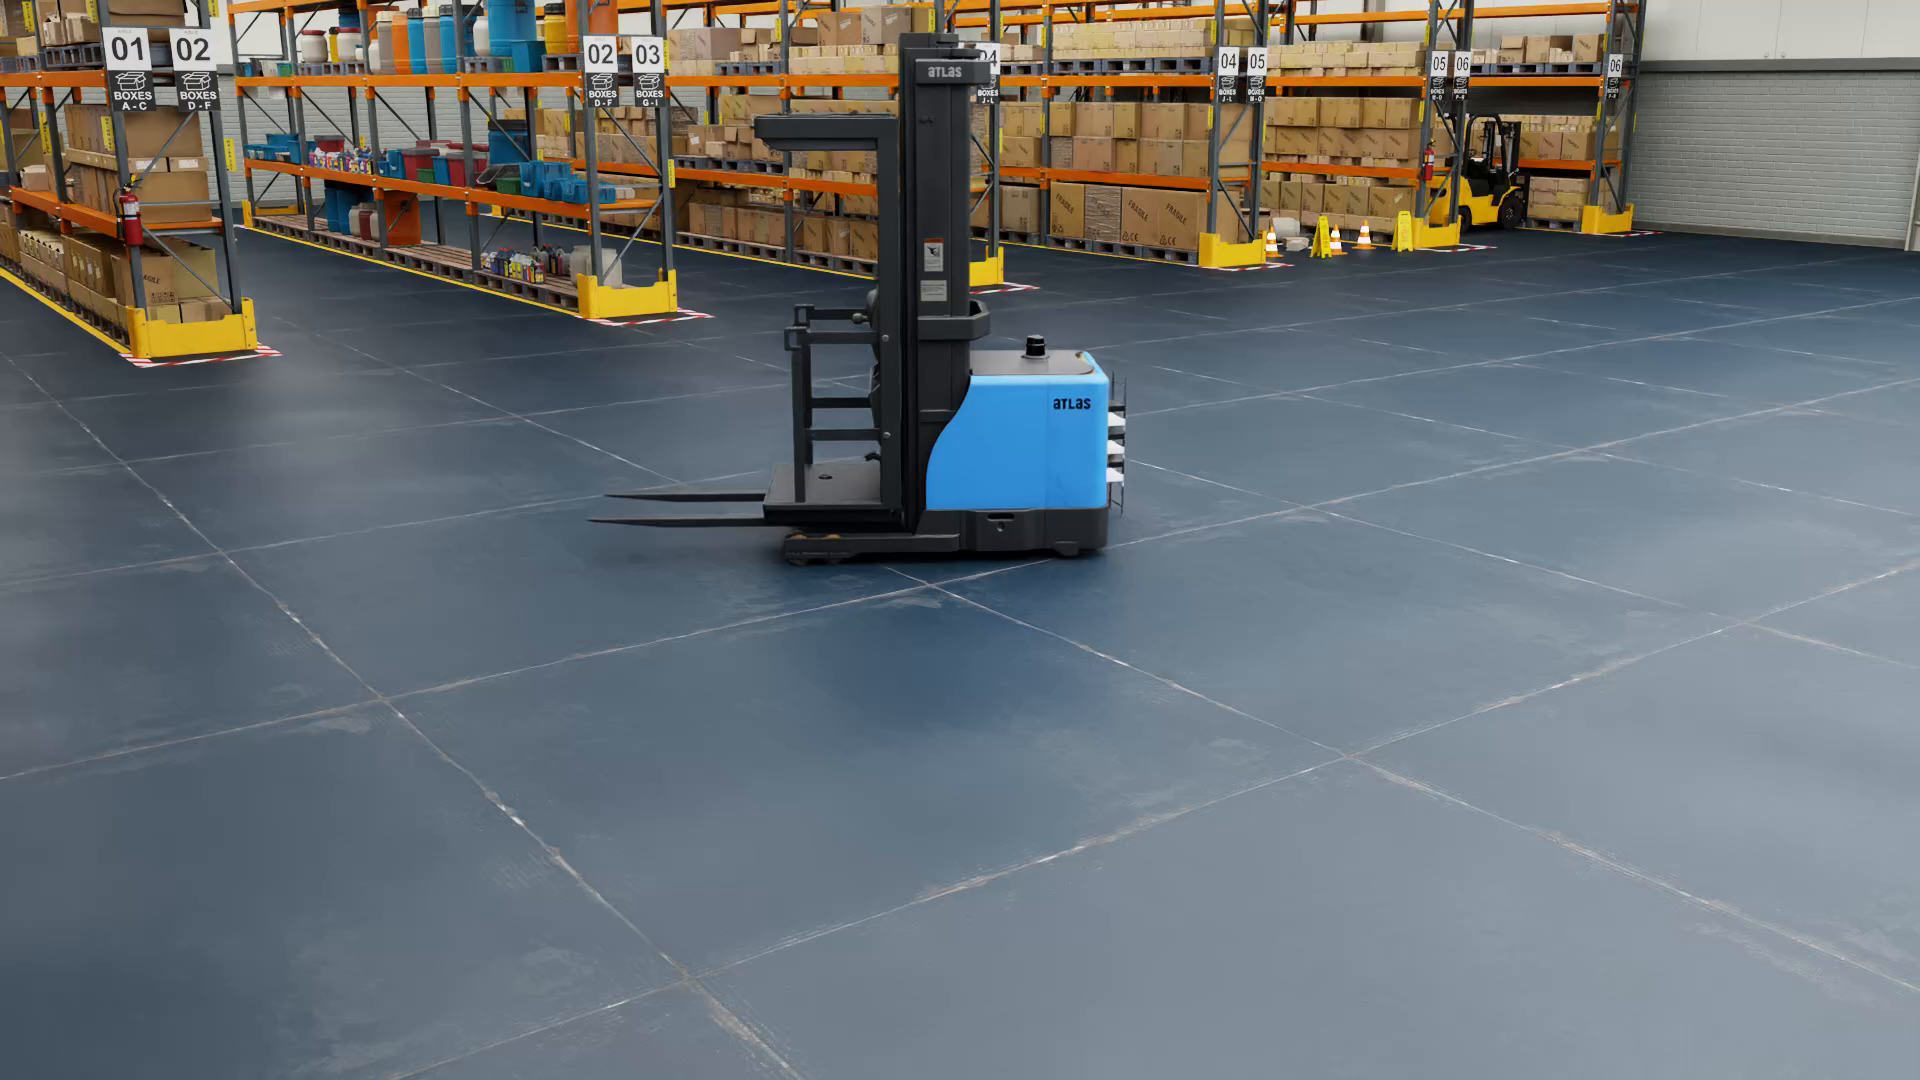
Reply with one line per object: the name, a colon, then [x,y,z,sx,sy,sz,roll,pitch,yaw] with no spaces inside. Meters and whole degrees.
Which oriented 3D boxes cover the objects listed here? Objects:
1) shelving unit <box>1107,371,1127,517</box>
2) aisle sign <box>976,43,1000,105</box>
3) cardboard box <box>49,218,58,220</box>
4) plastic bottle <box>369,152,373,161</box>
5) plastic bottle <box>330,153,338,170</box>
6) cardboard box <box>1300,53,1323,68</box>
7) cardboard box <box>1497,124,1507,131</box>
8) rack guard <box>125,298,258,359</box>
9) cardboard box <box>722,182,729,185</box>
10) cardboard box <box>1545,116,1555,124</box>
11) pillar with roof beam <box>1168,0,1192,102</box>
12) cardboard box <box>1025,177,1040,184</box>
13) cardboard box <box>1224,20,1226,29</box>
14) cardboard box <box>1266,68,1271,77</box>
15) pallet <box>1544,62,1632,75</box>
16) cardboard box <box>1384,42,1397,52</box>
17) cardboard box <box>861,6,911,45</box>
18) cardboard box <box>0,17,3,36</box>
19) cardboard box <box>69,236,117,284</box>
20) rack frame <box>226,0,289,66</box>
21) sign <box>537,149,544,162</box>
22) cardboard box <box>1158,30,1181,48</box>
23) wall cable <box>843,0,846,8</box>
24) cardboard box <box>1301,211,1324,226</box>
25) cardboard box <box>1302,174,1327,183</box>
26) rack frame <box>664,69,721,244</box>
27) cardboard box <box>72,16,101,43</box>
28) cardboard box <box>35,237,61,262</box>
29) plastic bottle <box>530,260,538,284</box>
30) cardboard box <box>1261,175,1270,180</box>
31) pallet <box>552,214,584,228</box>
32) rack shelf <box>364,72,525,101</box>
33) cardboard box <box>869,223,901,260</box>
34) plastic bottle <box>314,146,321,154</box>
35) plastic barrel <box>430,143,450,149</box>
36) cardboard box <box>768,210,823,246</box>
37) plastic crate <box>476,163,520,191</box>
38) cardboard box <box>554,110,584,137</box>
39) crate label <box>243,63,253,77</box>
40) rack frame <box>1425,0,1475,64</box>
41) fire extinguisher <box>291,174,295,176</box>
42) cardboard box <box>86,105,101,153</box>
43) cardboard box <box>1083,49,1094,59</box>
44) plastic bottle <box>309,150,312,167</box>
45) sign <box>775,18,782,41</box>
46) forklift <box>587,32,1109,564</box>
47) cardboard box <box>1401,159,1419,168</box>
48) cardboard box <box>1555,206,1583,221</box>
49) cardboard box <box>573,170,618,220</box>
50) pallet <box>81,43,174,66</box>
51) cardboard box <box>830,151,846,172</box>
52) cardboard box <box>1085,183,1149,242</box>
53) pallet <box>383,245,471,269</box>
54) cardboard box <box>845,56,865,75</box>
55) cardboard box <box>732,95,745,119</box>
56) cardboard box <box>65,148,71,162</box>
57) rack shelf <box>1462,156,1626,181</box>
shelving unit: [0.909,-0.606,10.585,0.210,0.900,0.258,-4,16,-15]
aisle sign: [0.375,-6.225,22.213,0.394,0.787,0.004,-11,19,-35]
cardboard box: [-13.573,-4.587,25.054,0.500,0.500,0.500,-12,19,-36]
plastic bottle: [-9.836,-6.348,27.831,0.097,0.271,0.097,0,15,0]
plastic bottle: [-10.321,-6.266,27.524,0.152,0.276,0.135,-11,19,-35]
cardboard box: [6.393,-8.494,29.466,0.500,0.250,0.500,-11,19,-34]
cardboard box: [10.641,-8.020,32.279,0.380,0.149,0.250,-11,19,-36]
rack guard: [-7.905,-2.190,17.131,1.175,0.500,0.348,-11,19,-35]
cardboard box: [-5.206,-8.052,37.293,0.380,0.149,0.250,-12,19,-37]
cardboard box: [11.312,-7.960,31.495,0.380,0.149,0.250,-11,19,-34]
pillar with roof beam: [1.907,-12.324,38.056,9.100,9.000,0.400,-11,19,-35]
cardboard box: [2.023,-7.904,36.504,0.875,0.875,0.875,-10,18,-33]
cardboard box: [4.082,-7.821,25.269,0.380,0.149,0.250,-11,19,-34]
cardboard box: [5.745,-8.550,30.427,0.380,0.149,0.250,-11,19,-35]
pallet: [11.730,-8.806,31.055,1.003,0.211,1.213,-11,19,-35]
cardboard box: [7.389,-8.325,28.095,0.380,0.149,0.250,-11,19,-35]
cardboard box: [-1.020,-7.109,22.986,0.500,0.500,0.500,-11,19,-35]
cardboard box: [-13.174,-7.290,23.262,0.500,0.500,0.500,-11,19,-35]
cardboard box: [-9.951,-3.240,19.224,0.500,0.500,0.500,-11,19,-35]
rack frame: [-13.318,-10.479,31.317,1.000,3.000,0.127,-11,19,-35]
sign: [-5.810,-5.240,23.014,0.100,0.325,0.005,-11,19,-35]
cardboard box: [3.361,-7.623,25.299,0.500,0.250,0.500,-11,19,-34]
wall cable: [-1.982,-14.516,45.994,2.988,3.039,0.133,-11,19,-35]
cardboard box: [6.526,-5.813,30.047,0.500,0.250,0.500,-11,19,-35]
cardboard box: [6.378,-6.511,29.945,0.380,0.149,0.250,-10,18,-31]
rack frame: [-4.607,-6.646,28.676,1.000,3.000,0.127,-11,19,-35]
cardboard box: [-8.809,-5.250,17.119,0.500,0.250,0.500,-11,19,-35]
cardboard box: [-11.636,-3.769,21.515,0.500,0.311,0.500,-11,19,-35]
plastic bottle: [-5.428,-3.417,21.192,0.061,0.283,0.133,-10,18,-33]
cardboard box: [6.999,-8.009,37.597,0.500,0.500,0.500,-10,18,-33]
pallet: [-7.343,-6.330,32.803,1.003,0.211,1.213,-11,19,-35]
rack shelf: [-7.438,-6.550,24.006,1.077,0.370,4.000,-11,19,-35]
cardboard box: [-0.989,-4.330,24.152,0.500,0.500,0.500,-9,18,-29]
plastic bottle: [-10.997,-6.573,28.505,0.144,0.351,0.185,-11,19,-35]
plastic barrel: [-7.836,-5.745,25.171,0.421,0.512,0.421,0,15,0]
cardboard box: [-2.599,-4.933,26.319,0.700,0.500,0.500,-13,20,-39]
plastic crate: [-6.057,-4.862,22.274,0.767,0.338,0.504,-11,19,-35]
cardboard box: [-7.446,-7.990,31.886,0.500,0.500,0.500,-10,18,-33]
crate label: [-13.036,-8.713,30.830,0.408,0.251,0.502,-11,19,-35]
rack frame: [8.112,-9.370,27.263,1.000,3.000,0.127,-11,19,-35]
fire extinguisher: [-13.039,-7.471,32.544,0.296,0.674,0.183,-11,19,-35]
cardboard box: [-9.119,-4.514,18.239,0.700,0.500,0.500,-11,19,-34]
cardboard box: [2.201,-7.824,26.789,0.380,0.149,0.250,-11,19,-35]
plastic bottle: [-11.095,-6.531,28.476,0.061,0.283,0.133,-11,19,-35]
sign: [-2.702,-7.591,24.722,0.100,0.325,0.005,-11,19,-35]
forklift: [-0.668,-1.418,9.704,3.031,2.935,1.130,-1,15,-2]
cardboard box: [7.719,-6.401,28.259,0.380,0.149,0.250,-10,18,-33]
cardboard box: [11.593,-6.175,31.368,0.500,0.250,0.500,-11,19,-34]
cardboard box: [-6.567,-6.544,31.534,1.225,0.875,0.875,-11,19,-34]
pallet: [-8.314,-4.960,17.002,1.003,0.211,1.213,-11,19,-35]
cardboard box: [-1.400,-5.675,24.374,0.875,0.500,0.500,-11,19,-35]
cardboard box: [2.662,-5.381,27.283,0.875,0.875,0.875,-11,19,-34]
pallet: [-8.190,-4.361,25.609,1.003,0.211,1.213,-11,19,-35]
cardboard box: [-1.283,-6.699,23.473,0.500,0.250,0.500,-11,19,-35]
cardboard box: [-4.601,-9.418,36.158,0.500,0.500,0.500,-11,19,-36]
cardboard box: [-10.269,-4.529,19.522,0.380,0.149,0.250,-11,19,-35]
rack shelf: [10.949,-7.327,32.528,1.077,0.370,4.000,-11,19,-35]
